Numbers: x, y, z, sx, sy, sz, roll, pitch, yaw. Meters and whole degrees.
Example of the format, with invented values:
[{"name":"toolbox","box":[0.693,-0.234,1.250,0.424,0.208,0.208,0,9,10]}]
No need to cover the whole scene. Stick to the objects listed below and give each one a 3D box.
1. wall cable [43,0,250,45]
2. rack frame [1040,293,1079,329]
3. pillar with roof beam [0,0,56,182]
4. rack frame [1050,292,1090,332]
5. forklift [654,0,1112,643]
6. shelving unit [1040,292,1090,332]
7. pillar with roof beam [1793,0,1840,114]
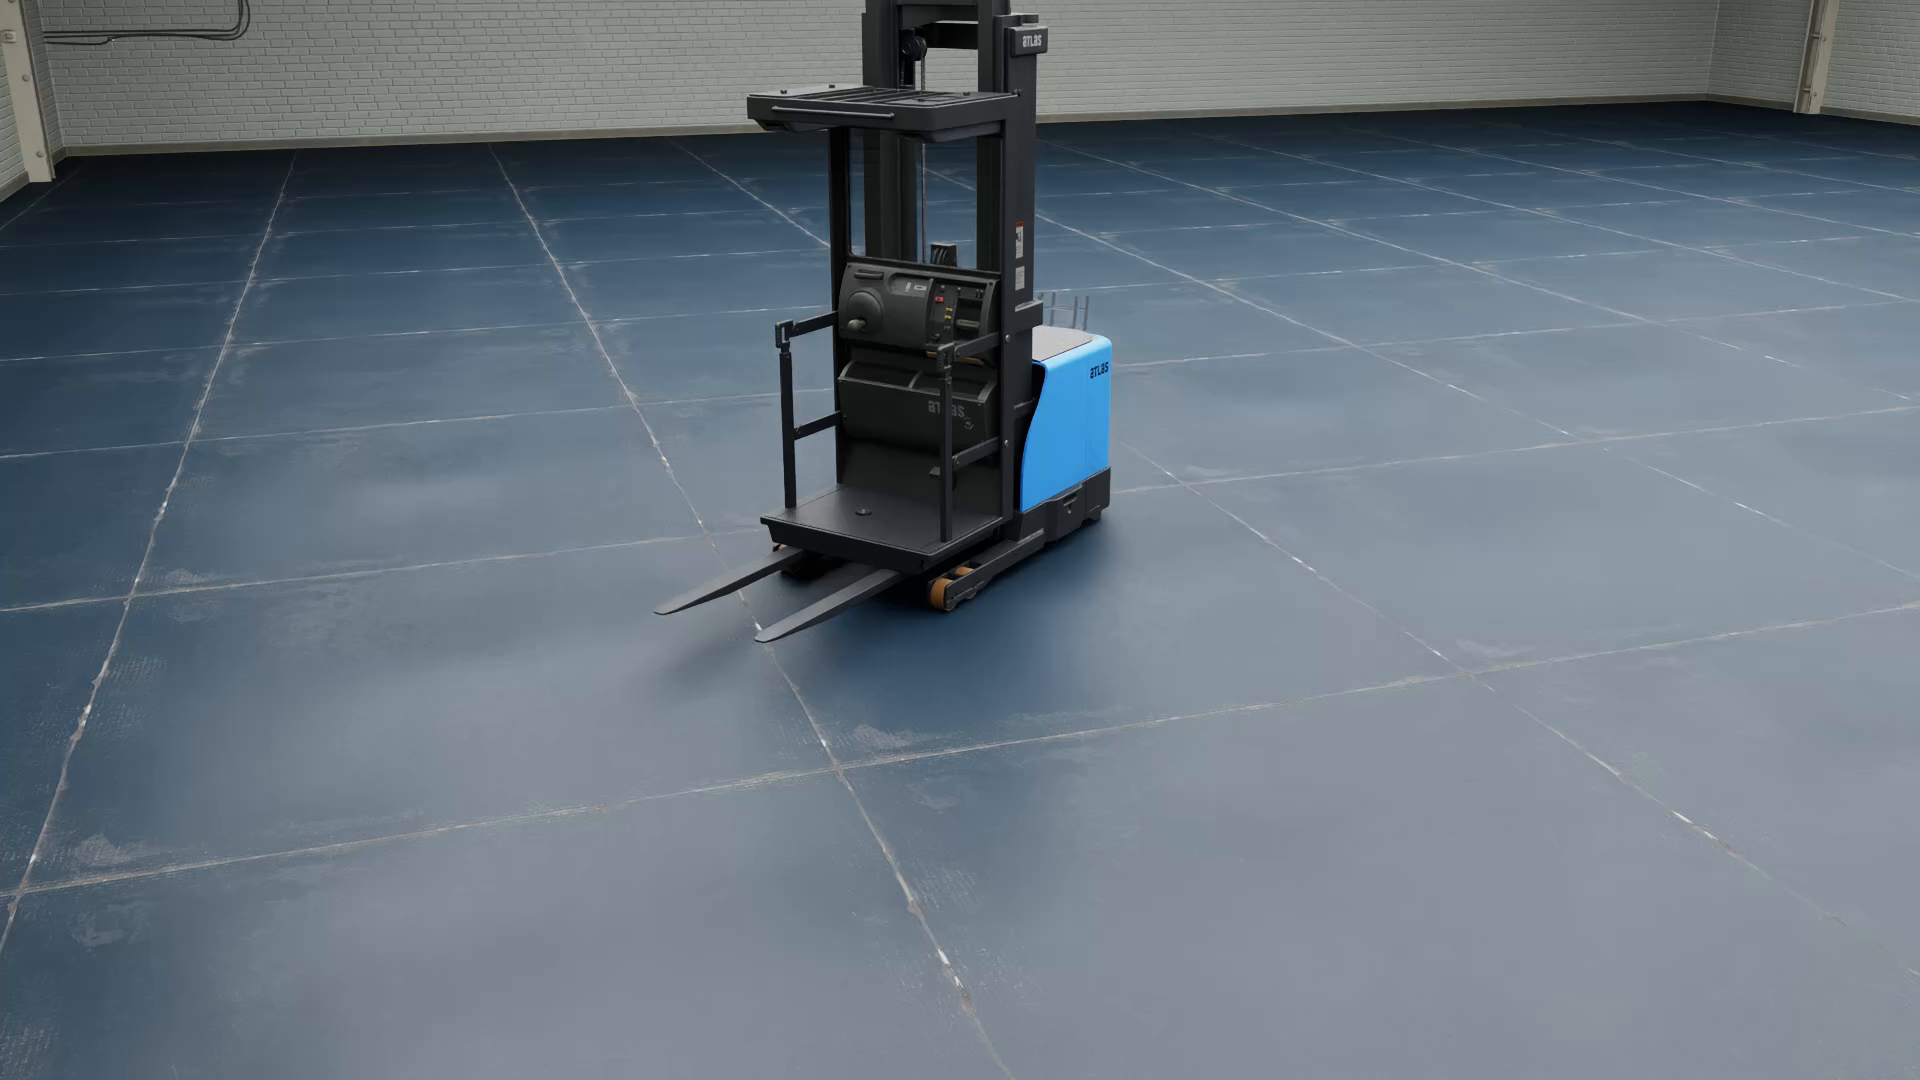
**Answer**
[{"name":"wall cable","box":[-12.763,-8.990,25.726,3.097,2.526,0.112,-6,21,-17]},{"name":"rack frame","box":[0.549,-0.874,10.006,0.240,1.200,0.006,9,12,24]},{"name":"pillar with roof beam","box":[-9.005,-9.823,23.452,9.100,9.000,0.400,-6,21,-17]},{"name":"rack frame","box":[0.627,-0.900,10.170,0.240,1.200,0.006,9,12,24]},{"name":"forklift","box":[-0.341,-1.201,8.424,1.130,2.935,3.031,12,23,31]},{"name":"shelving unit","box":[0.588,-0.887,10.088,0.258,1.200,0.189,9,12,24]},{"name":"pillar with roof beam","box":[12.725,-12.255,30.223,9.100,9.000,0.400,-6,21,-17]}]
